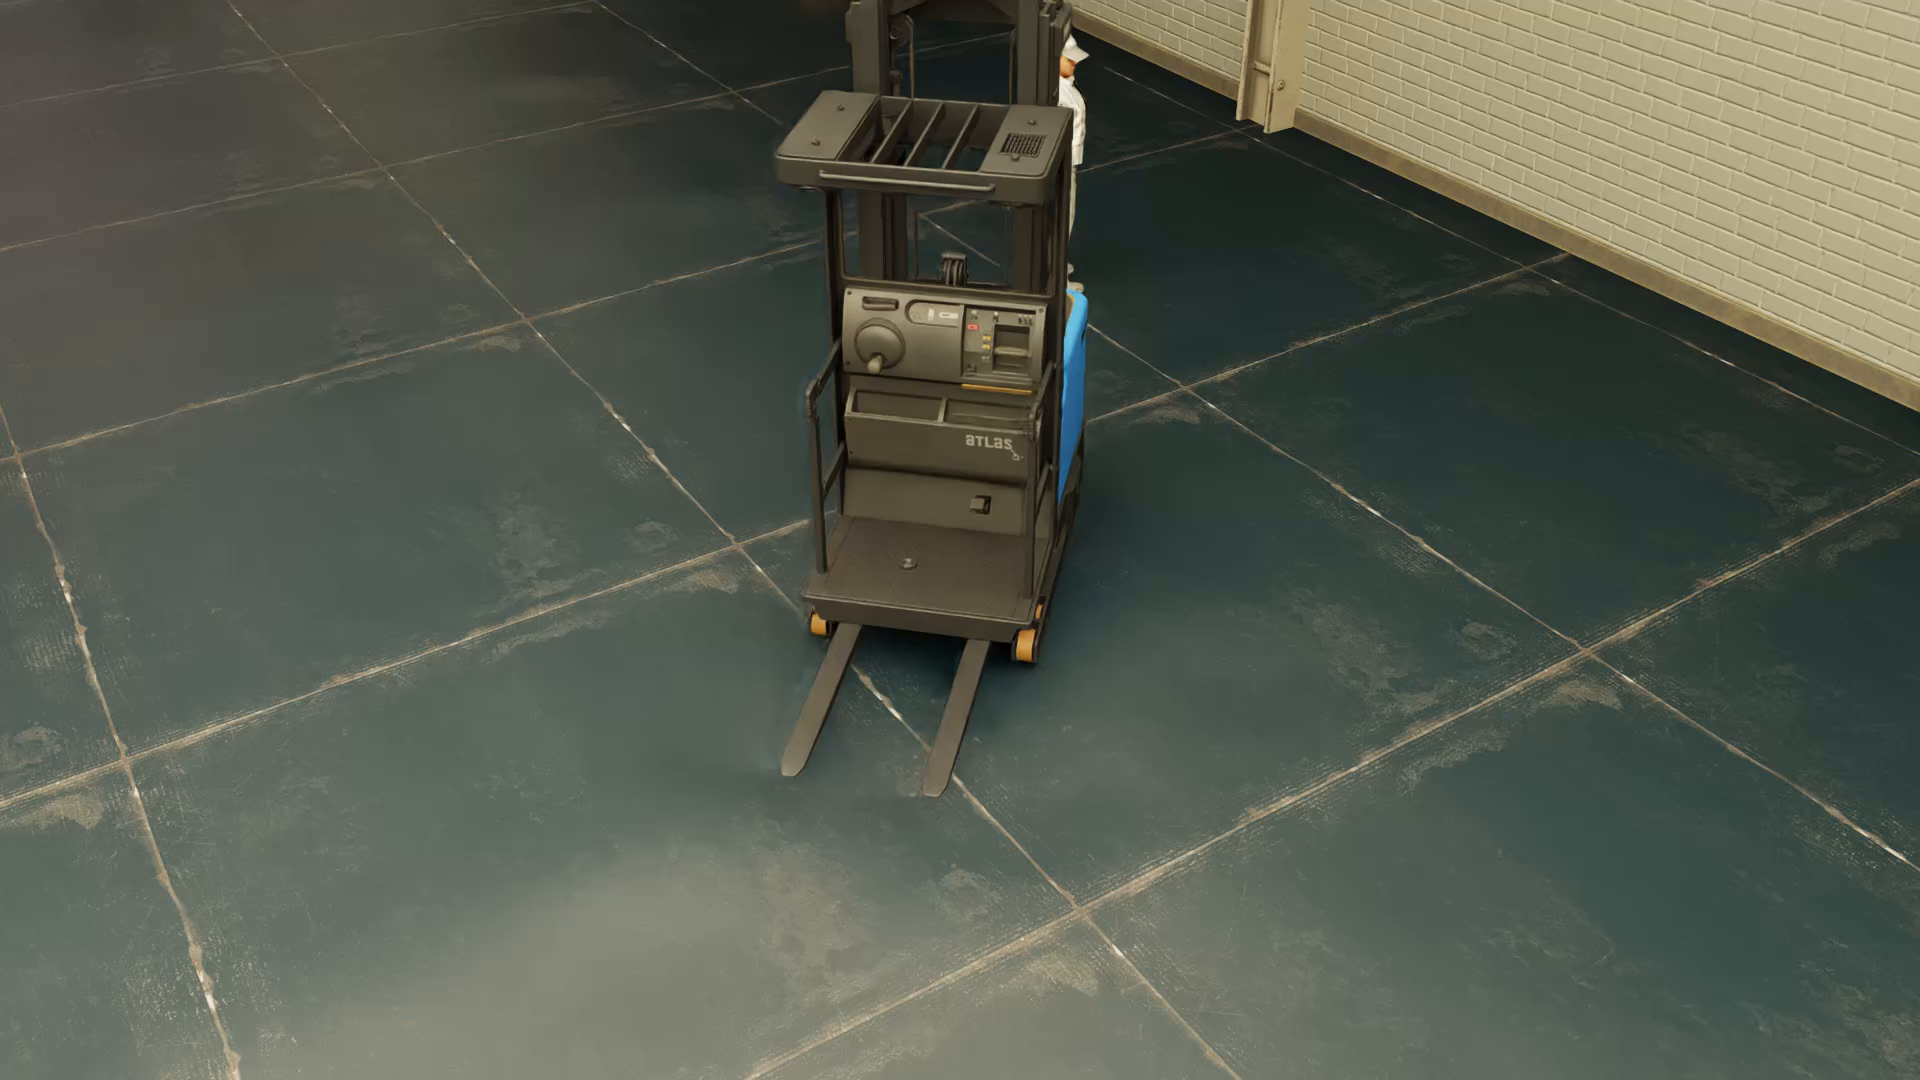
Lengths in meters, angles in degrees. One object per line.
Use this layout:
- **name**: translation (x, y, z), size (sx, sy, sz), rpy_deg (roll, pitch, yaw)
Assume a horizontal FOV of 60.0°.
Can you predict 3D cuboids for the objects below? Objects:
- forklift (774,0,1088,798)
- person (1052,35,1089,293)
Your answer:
- **forklift**: translation (-0.116, -0.854, 7.363), size (1.130, 2.935, 3.031), rpy_deg (7, 36, 9)
- **person**: translation (0.626, -2.423, 10.703), size (0.408, 1.666, 0.563), rpy_deg (1, 35, 2)
